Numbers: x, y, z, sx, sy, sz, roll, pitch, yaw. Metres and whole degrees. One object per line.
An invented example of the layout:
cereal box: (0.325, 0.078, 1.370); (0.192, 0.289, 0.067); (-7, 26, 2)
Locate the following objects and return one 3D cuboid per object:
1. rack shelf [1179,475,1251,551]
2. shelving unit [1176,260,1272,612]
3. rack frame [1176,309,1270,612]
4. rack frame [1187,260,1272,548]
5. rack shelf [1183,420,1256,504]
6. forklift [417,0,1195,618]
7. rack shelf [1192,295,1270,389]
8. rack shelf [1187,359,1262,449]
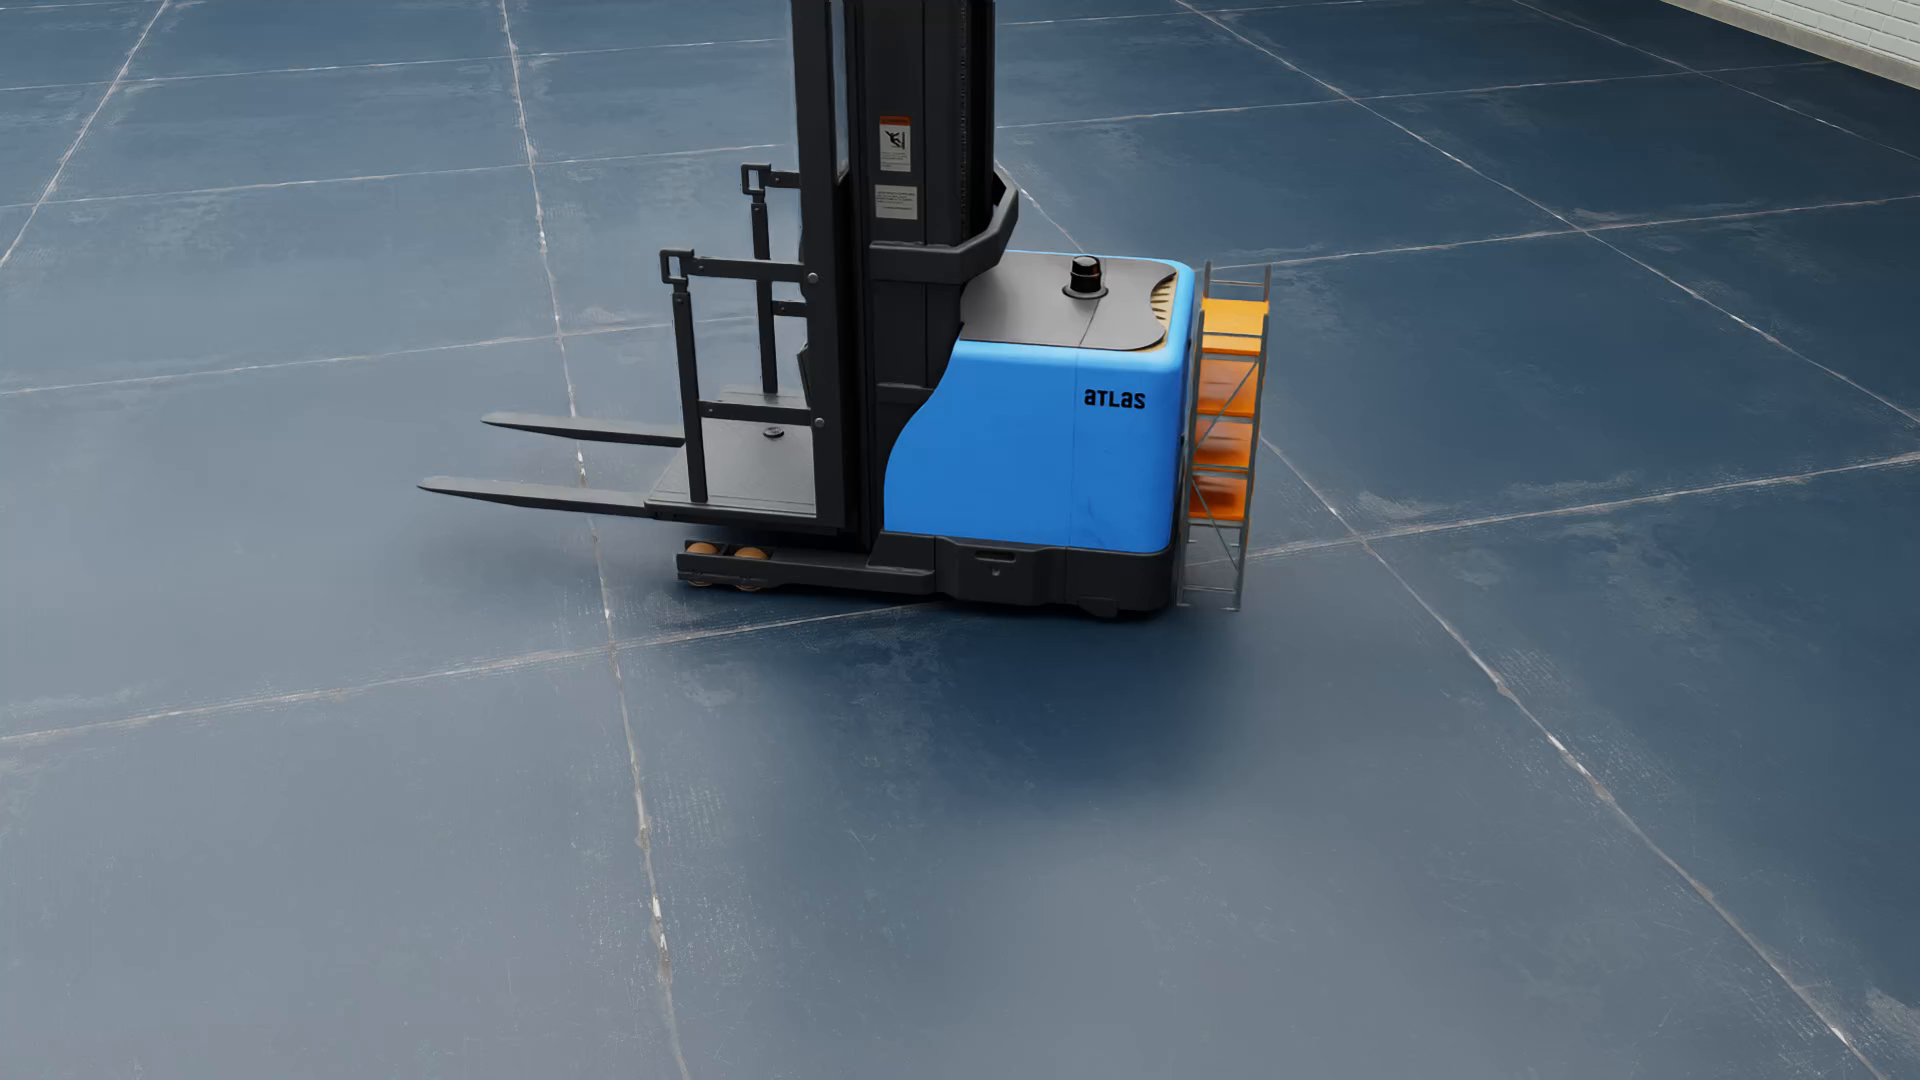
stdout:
rack shelf: (0.983, -0.152, 6.345); (0.258, 0.148, 0.480); (5, 30, 9)
shelving unit: (0.983, -0.382, 6.212); (0.258, 1.200, 0.503); (5, 30, 9)
rack frame: (0.940, -0.261, 6.004); (0.240, 1.200, 0.015); (5, 30, 9)
rack frame: (1.026, -0.502, 6.419); (0.240, 1.200, 0.015); (5, 30, 9)
rack shelf: (0.983, -0.324, 6.245); (0.258, 0.148, 0.480); (5, 30, 9)
forklift: (-0.637, -1.325, 6.114); (3.031, 2.935, 1.130); (5, 30, 9)
rack shelf: (0.983, -0.722, 6.015); (0.258, 0.148, 0.480); (5, 30, 9)
rack shelf: (0.983, -0.517, 6.133); (0.258, 0.148, 0.480); (5, 30, 9)
